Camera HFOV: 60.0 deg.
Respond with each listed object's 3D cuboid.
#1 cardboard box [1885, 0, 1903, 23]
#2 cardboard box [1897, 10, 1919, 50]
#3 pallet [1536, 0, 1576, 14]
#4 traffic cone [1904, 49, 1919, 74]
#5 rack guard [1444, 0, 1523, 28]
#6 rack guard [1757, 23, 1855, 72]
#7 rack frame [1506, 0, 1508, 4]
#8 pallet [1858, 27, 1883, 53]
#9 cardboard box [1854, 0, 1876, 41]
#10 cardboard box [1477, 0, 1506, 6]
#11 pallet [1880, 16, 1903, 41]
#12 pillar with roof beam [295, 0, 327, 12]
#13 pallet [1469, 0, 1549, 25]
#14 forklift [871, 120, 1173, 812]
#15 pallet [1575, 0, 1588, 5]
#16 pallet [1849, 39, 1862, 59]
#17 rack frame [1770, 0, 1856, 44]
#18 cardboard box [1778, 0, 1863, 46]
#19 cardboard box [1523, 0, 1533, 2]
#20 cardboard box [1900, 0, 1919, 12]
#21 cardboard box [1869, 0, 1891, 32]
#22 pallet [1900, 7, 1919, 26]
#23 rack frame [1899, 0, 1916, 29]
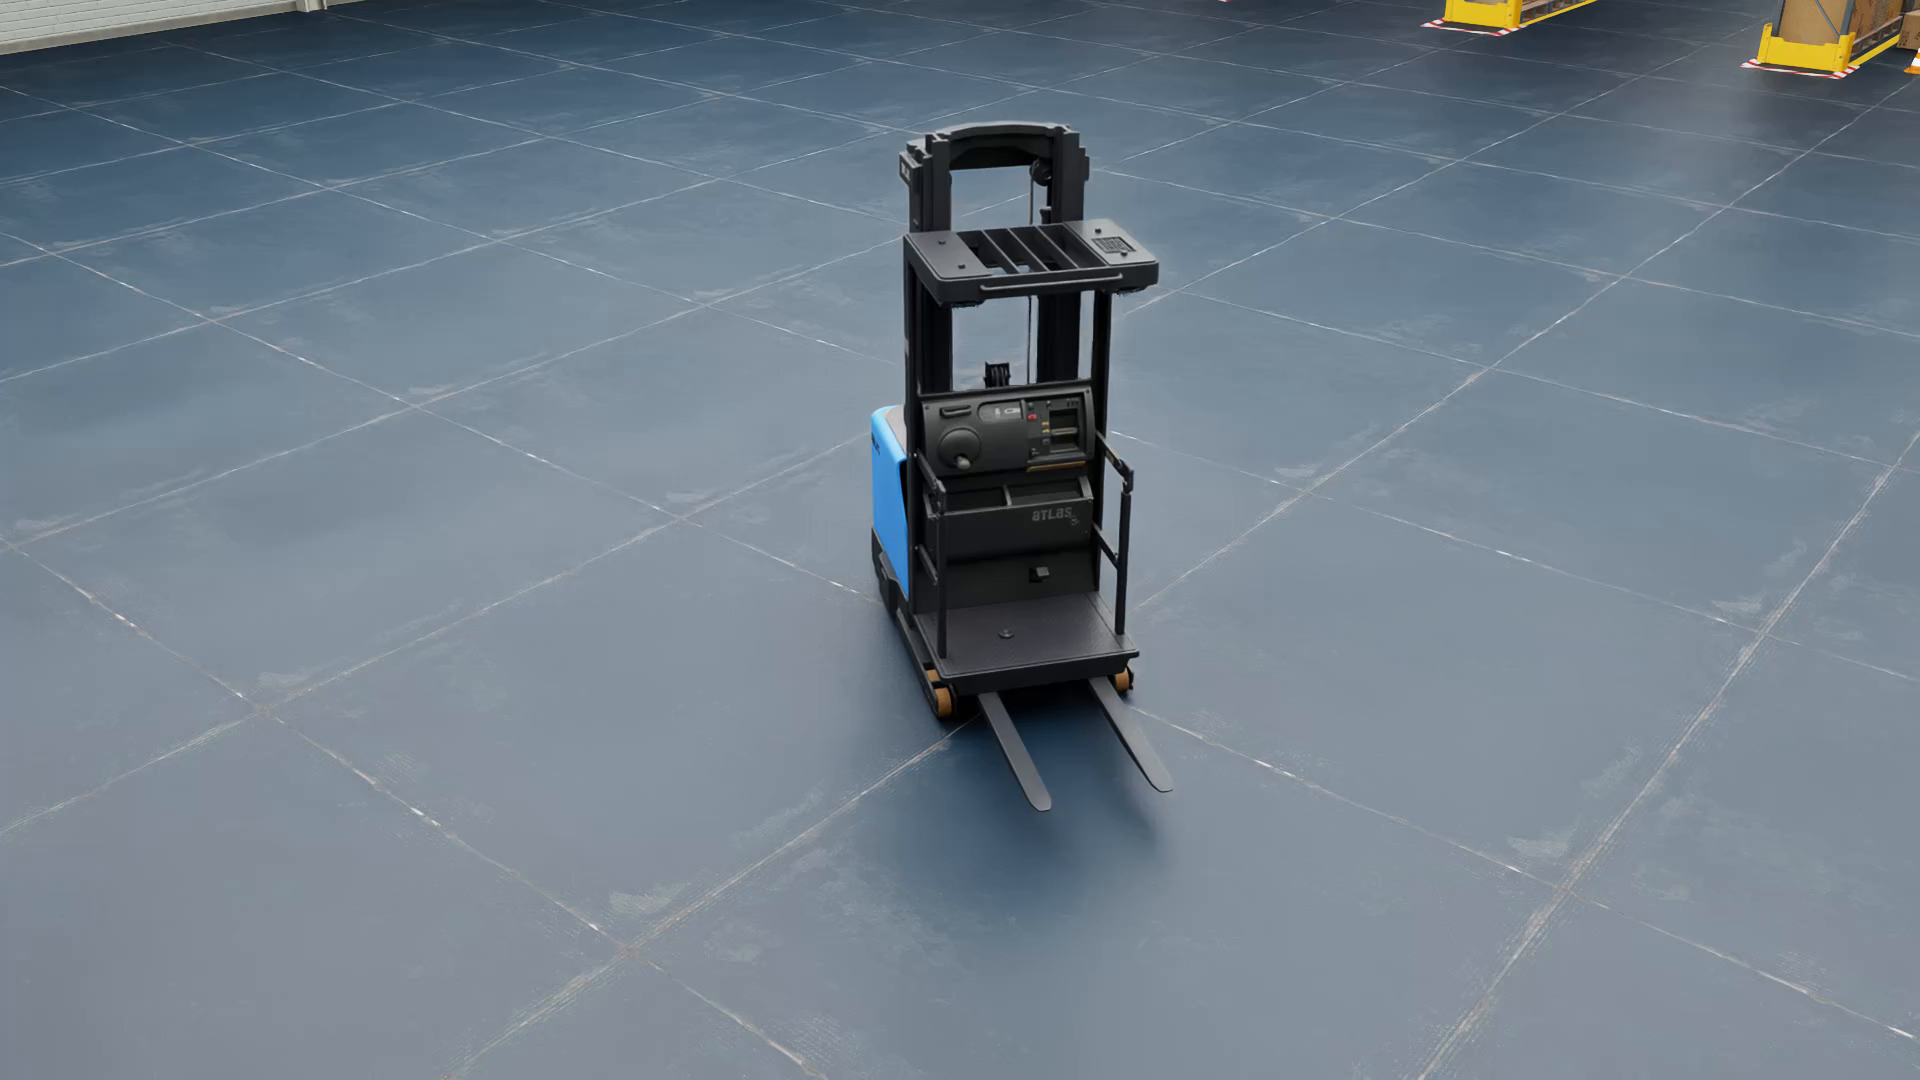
[{"bbox_3d":[14.250,-8.656,26.073,0.875,0.875,0.875,21,34,35],"label":"cardboard box"},{"bbox_3d":[14.508,-7.656,25.003,0.500,0.500,0.500,-21,34,-35],"label":"cardboard box"},{"bbox_3d":[9.765,-9.180,28.265,1.003,0.211,1.213,21,34,34],"label":"pallet"},{"bbox_3d":[13.593,-6.844,23.476,0.336,0.463,0.334,21,34,34],"label":"traffic cone"},{"bbox_3d":[8.445,-8.600,26.830,1.175,0.500,0.348,21,34,34],"label":"rack guard"},{"bbox_3d":[12.144,-7.079,23.890,1.175,0.500,0.348,21,34,34],"label":"rack guard"},{"bbox_3d":[8.397,-9.683,26.203,1.000,3.000,0.127,21,34,34],"label":"rack frame"},{"bbox_3d":[13.384,-7.696,25.397,1.003,0.211,1.213,21,34,34],"label":"pallet"},{"bbox_3d":[13.098,-8.013,24.830,0.875,0.875,0.875,20,34,34],"label":"cardboard box"},{"bbox_3d":[8.807,-8.976,27.100,0.500,0.500,0.500,-21,34,-35],"label":"cardboard box"},{"bbox_3d":[14.160,-8.131,26.237,1.003,0.211,1.213,21,34,34],"label":"pallet"},{"bbox_3d":[-7.603,-11.679,23.532,9.100,9.000,0.400,21,34,34],"label":"pillar with roof beam"},{"bbox_3d":[8.989,-8.749,27.433,1.003,0.211,1.213,21,34,34],"label":"pallet"},{"bbox_3d":[0.316,-0.543,8.609,1.130,2.935,3.031,-7,28,-13],"label":"forklift"},{"bbox_3d":[10.541,-9.614,29.105,1.003,0.211,1.213,21,34,34],"label":"pallet"},{"bbox_3d":[12.608,-7.265,24.565,1.003,0.211,1.213,21,34,34],"label":"pallet"},{"bbox_3d":[12.160,-8.198,23.332,1.000,3.000,0.127,21,34,34],"label":"rack frame"},{"bbox_3d":[12.540,-7.700,24.226,0.875,0.875,0.875,21,34,35],"label":"cardboard box"},{"bbox_3d":[9.161,-9.198,27.529,0.500,0.500,0.500,-18,32,-31],"label":"cardboard box"},{"bbox_3d":[15.029,-9.050,26.970,1.050,0.750,0.750,21,34,34],"label":"cardboard box"},{"bbox_3d":[13.680,-8.335,25.454,0.875,0.875,0.875,21,34,35],"label":"cardboard box"},{"bbox_3d":[15.137,-8.673,27.285,1.003,0.211,1.213,21,34,34],"label":"pallet"},{"bbox_3d":[14.704,-9.616,26.073,1.000,3.000,0.127,21,34,34],"label":"rack frame"}]
